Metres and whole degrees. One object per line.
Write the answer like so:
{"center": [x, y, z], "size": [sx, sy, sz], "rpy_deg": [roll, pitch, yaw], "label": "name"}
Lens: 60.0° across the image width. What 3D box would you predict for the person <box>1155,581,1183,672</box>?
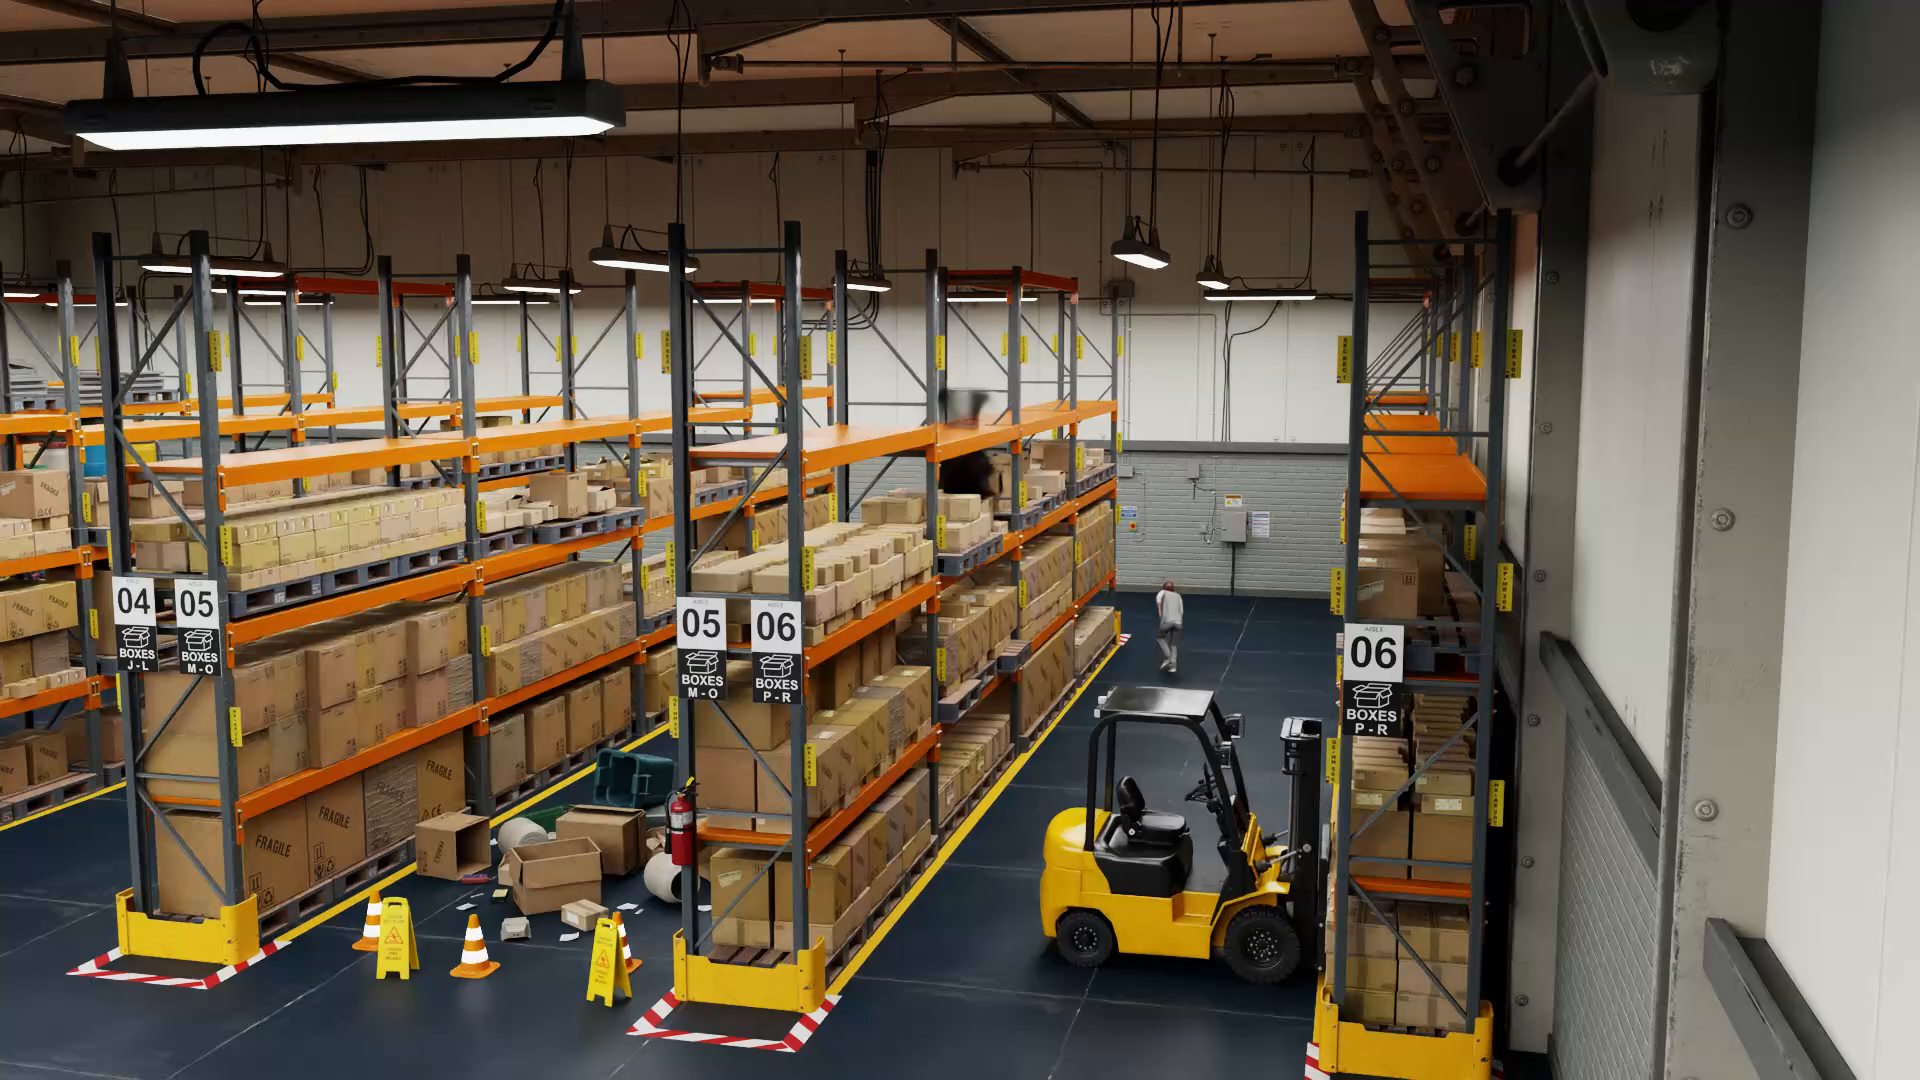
{"center": [3.272, 1.343, 25.925], "size": [0.530, 1.338, 0.957], "rpy_deg": [-1, 7, -10], "label": "person"}
